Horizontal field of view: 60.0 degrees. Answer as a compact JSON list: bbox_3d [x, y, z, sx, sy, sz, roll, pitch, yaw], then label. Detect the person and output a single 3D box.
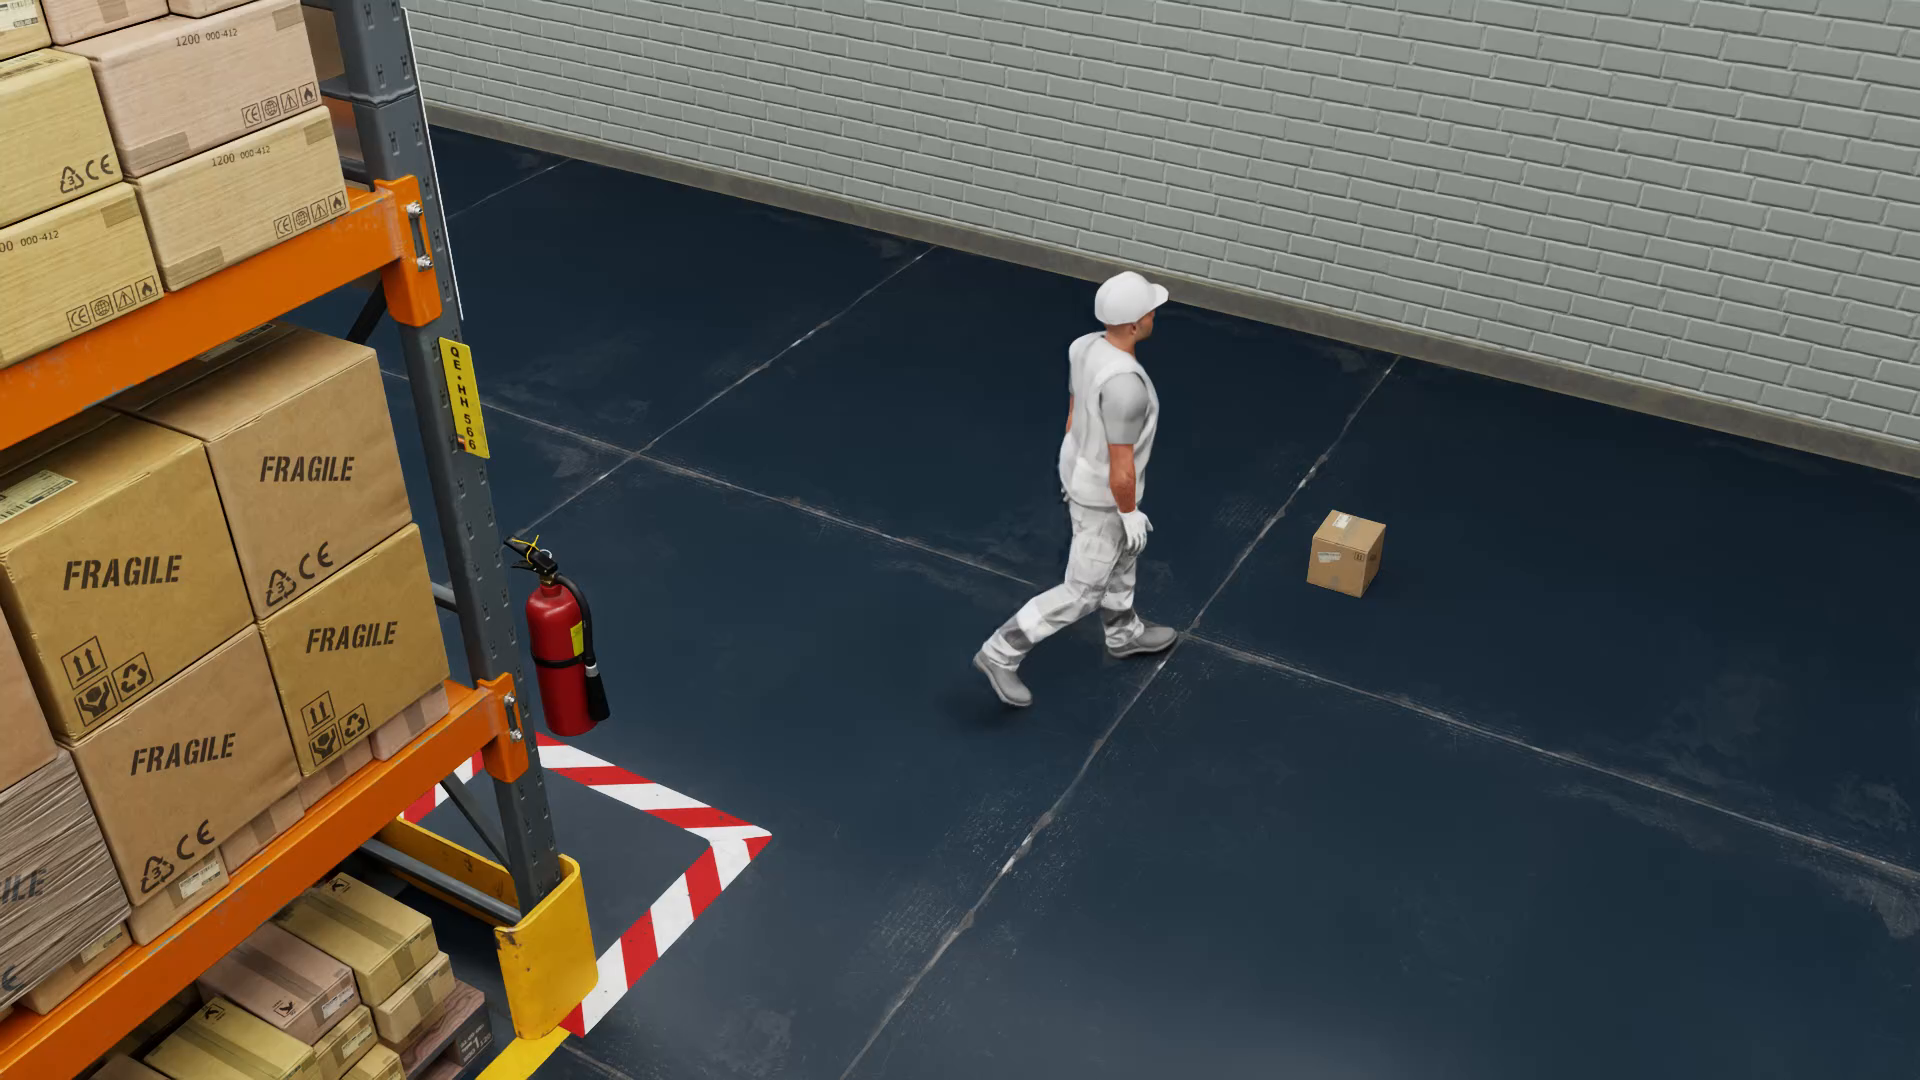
[{"bbox_3d":[0.485,-0.180,6.379,0.904,1.780,0.578,-4,34,-6],"label":"person"}]
